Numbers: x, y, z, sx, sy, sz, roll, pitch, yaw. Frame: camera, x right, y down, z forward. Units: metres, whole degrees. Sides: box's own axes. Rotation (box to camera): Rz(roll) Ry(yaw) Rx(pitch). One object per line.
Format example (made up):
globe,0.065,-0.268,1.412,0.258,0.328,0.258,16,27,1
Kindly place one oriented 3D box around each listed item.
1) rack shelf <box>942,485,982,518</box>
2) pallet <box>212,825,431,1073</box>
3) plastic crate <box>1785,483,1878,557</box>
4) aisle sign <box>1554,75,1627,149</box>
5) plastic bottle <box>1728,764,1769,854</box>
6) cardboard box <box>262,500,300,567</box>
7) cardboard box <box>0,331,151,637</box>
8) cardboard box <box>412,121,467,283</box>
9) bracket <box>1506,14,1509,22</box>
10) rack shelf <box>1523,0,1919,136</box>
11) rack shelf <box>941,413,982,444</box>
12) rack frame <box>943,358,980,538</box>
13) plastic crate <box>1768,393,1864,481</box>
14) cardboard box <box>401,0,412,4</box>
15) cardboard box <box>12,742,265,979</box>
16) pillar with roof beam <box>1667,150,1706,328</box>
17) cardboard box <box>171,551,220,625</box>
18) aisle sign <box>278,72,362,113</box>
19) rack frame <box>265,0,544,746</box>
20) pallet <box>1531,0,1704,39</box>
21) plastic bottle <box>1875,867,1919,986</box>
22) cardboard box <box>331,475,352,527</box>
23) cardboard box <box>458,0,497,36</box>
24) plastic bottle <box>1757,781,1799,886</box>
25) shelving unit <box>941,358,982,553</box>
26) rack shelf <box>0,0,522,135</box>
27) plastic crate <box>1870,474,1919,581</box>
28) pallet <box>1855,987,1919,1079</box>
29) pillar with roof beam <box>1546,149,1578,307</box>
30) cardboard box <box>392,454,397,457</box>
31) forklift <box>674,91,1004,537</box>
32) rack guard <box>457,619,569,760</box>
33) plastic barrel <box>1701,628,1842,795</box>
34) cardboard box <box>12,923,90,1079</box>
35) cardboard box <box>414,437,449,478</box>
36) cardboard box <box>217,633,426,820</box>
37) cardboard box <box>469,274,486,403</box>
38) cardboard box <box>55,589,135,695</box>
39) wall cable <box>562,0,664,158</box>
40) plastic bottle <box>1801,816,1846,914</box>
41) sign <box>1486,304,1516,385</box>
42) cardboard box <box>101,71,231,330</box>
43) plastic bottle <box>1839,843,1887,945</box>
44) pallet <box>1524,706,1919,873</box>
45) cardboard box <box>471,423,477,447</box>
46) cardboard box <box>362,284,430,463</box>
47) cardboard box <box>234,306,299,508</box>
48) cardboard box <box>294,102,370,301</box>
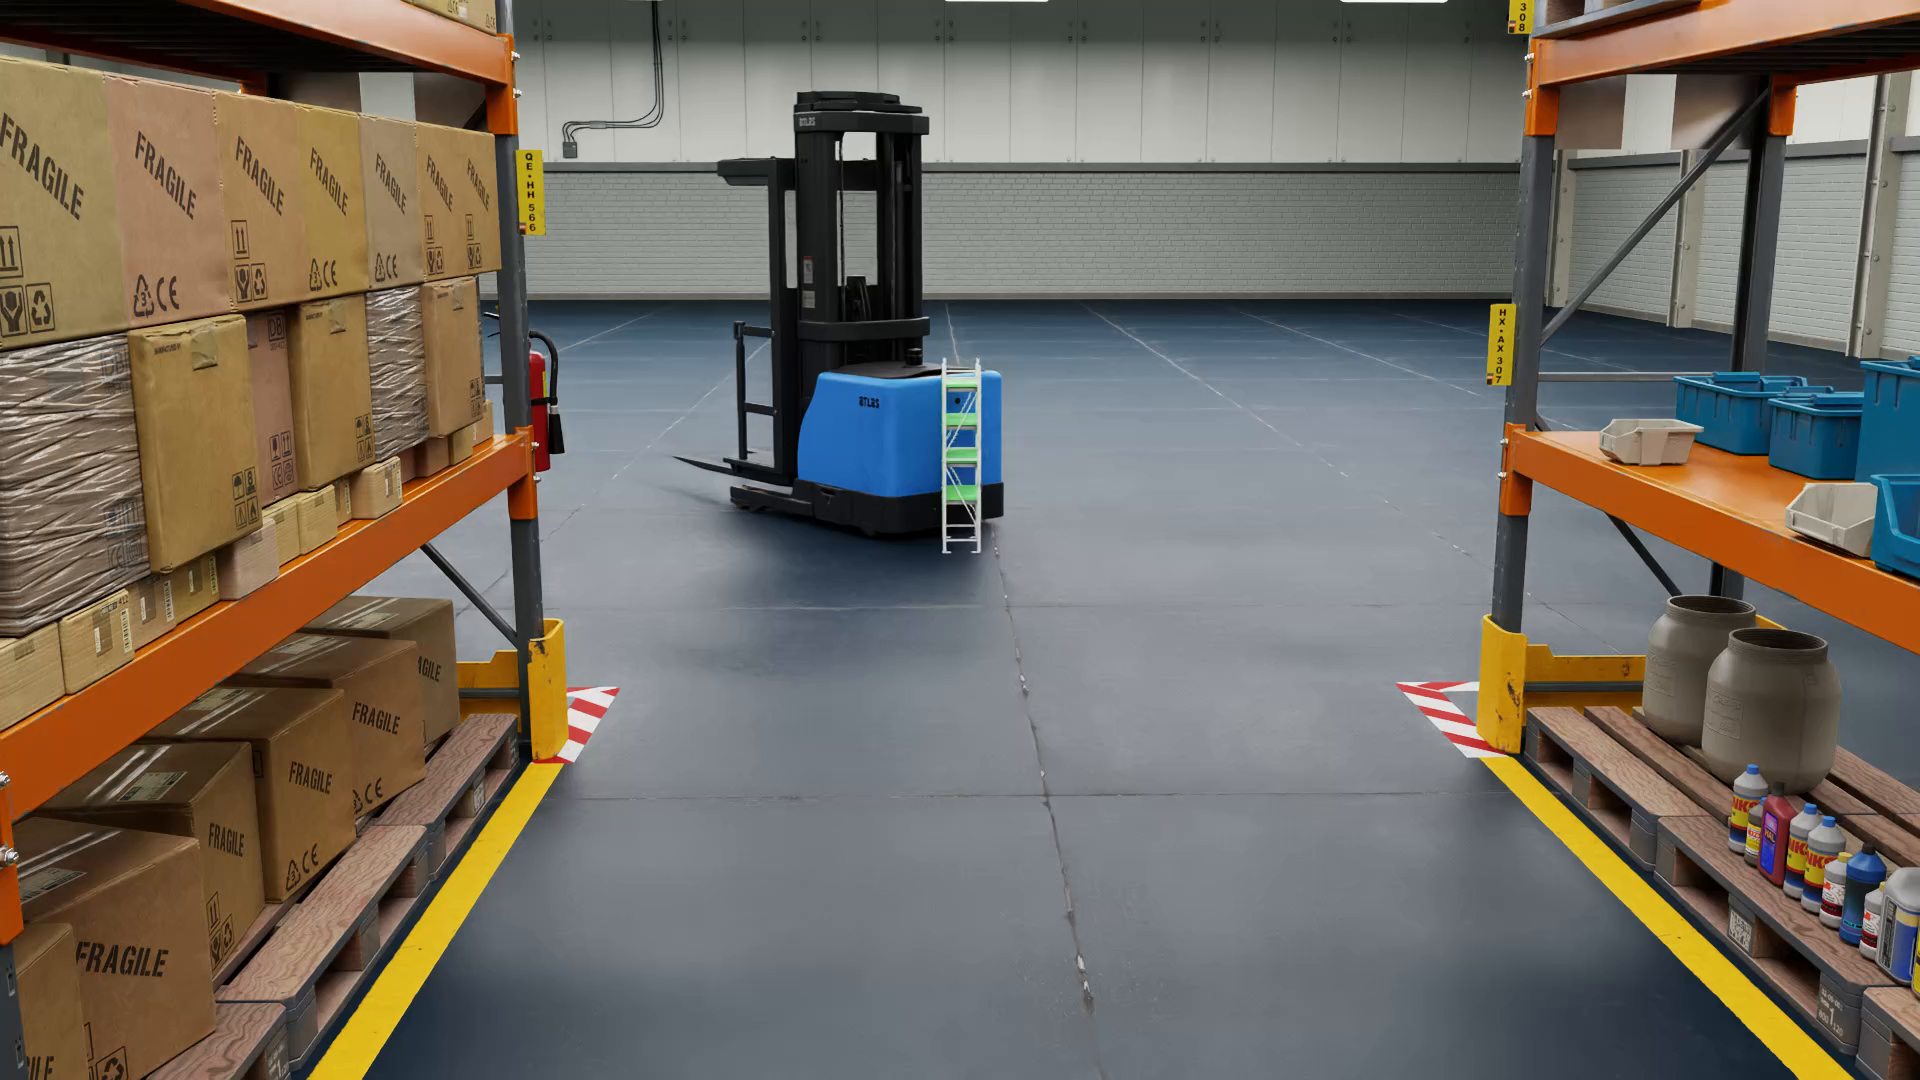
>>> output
rack shelf,0.010,-0.257,10.833,0.258,0.148,0.480,0,12,0
pallet,-2.219,1.154,4.839,1.003,0.211,1.213,0,11,-1
plastic crate,2.523,-0.049,4.419,0.530,0.136,0.437,0,11,-1
aisle sign,2.433,-1.939,6.532,0.394,0.787,0.004,0,11,-1
plastic bottle,2.453,0.832,5.171,0.097,0.271,0.097,0,11,0
cardboard box,-1.896,-0.005,4.172,0.380,0.149,0.250,0,11,-1
cardboard box,-2.089,-0.120,3.109,0.875,0.500,0.500,0,11,-1
cardboard box,-1.950,-1.108,5.463,0.500,0.500,0.500,0,11,-1
bracket,12.479,-11.776,37.420,0.235,0.232,0.430,0,11,-1
rack shelf,2.769,-1.371,4.539,1.077,0.370,4.000,0,11,-1
rack shelf,0.010,-0.727,10.737,0.258,0.148,0.480,0,12,0
rack frame,0.008,-0.603,11.011,0.240,1.200,0.015,0,12,0
plastic crate,3.045,-0.351,5.620,0.499,0.251,0.408,0,11,-1
cardboard box,-1.945,-1.732,4.884,0.500,0.250,0.500,0,11,0
cardboard box,-2.221,0.867,4.474,0.500,0.500,0.500,-1,12,-6
pillar with roof beam,8.712,-8.250,29.090,9.100,9.000,0.400,0,11,-1
cardboard box,-1.885,0.094,3.682,0.380,0.149,0.250,0,11,-1
aisle sign,-2.526,-1.916,6.422,0.394,0.787,0.004,0,11,-1
rack frame,-2.224,-0.631,6.626,1.000,3.000,0.127,0,11,-1
pallet,2.647,-1.864,5.634,1.003,0.211,1.213,0,11,-1
plastic bottle,2.499,1.001,4.323,0.152,0.276,0.135,0,11,0
cardboard box,-1.940,-0.104,4.661,0.380,0.149,0.250,0,11,-1
cardboard box,-1.961,-1.933,5.875,0.500,0.250,0.500,0,11,0
plastic bottle,2.440,0.871,4.947,0.061,0.283,0.133,0,11,0
shelving unit,0.010,-0.554,10.772,0.258,1.200,0.503,0,12,0
rack shelf,-2.183,-1.351,4.439,1.077,0.370,4.000,0,11,-1
plastic crate,2.516,-0.002,3.900,0.499,0.251,0.616,0,11,-1
pallet,2.838,1.377,3.743,1.003,0.211,1.213,0,11,-1
pillar with roof beam,8.588,-9.442,34.969,9.100,9.000,0.548,0,11,-1
cardboard box,-1.970,-0.204,5.151,0.380,0.149,0.250,0,11,-1
forklift,-1.036,-1.695,12.044,1.130,2.935,3.031,-10,15,-39
rack guard,-2.223,0.609,6.800,1.175,0.500,0.348,0,11,-1
plastic barrel,2.828,0.592,5.797,0.421,0.512,0.421,0,11,0
cardboard box,-2.110,1.104,3.306,0.500,0.500,0.500,-1,11,-3
cardboard box,-1.961,-0.303,5.641,0.380,0.149,0.250,0,11,-1
cardboard box,-2.182,0.631,5.635,0.500,0.500,0.500,3,12,14
cardboard box,-2.241,-0.716,6.047,0.875,0.500,0.500,0,11,-1
cardboard box,-1.838,0.193,3.193,0.380,0.149,0.250,0,11,-1
wall cable,-7.849,-11.624,37.170,2.305,6.003,0.169,0,11,-1
plastic bottle,2.462,0.920,4.737,0.097,0.271,0.097,0,11,0
sign,2.177,-0.786,6.691,0.100,0.325,0.005,0,11,-1
cardboard box,-1.909,-0.711,3.503,0.500,0.500,0.500,0,11,-1
plastic bottle,2.467,0.960,4.538,0.097,0.271,0.097,0,11,0
pallet,2.787,0.892,6.133,1.003,0.211,1.213,0,11,-1
cardboard box,-2.008,-0.402,6.130,0.380,0.149,0.250,0,11,-1
cardboard box,-2.143,-0.518,5.068,0.875,0.500,0.500,0,11,-1
cardboard box,-2.175,-0.319,4.087,0.875,0.500,0.500,0,11,-1
cardboard box,-1.940,-0.909,4.483,0.500,0.500,0.500,0,11,-1
